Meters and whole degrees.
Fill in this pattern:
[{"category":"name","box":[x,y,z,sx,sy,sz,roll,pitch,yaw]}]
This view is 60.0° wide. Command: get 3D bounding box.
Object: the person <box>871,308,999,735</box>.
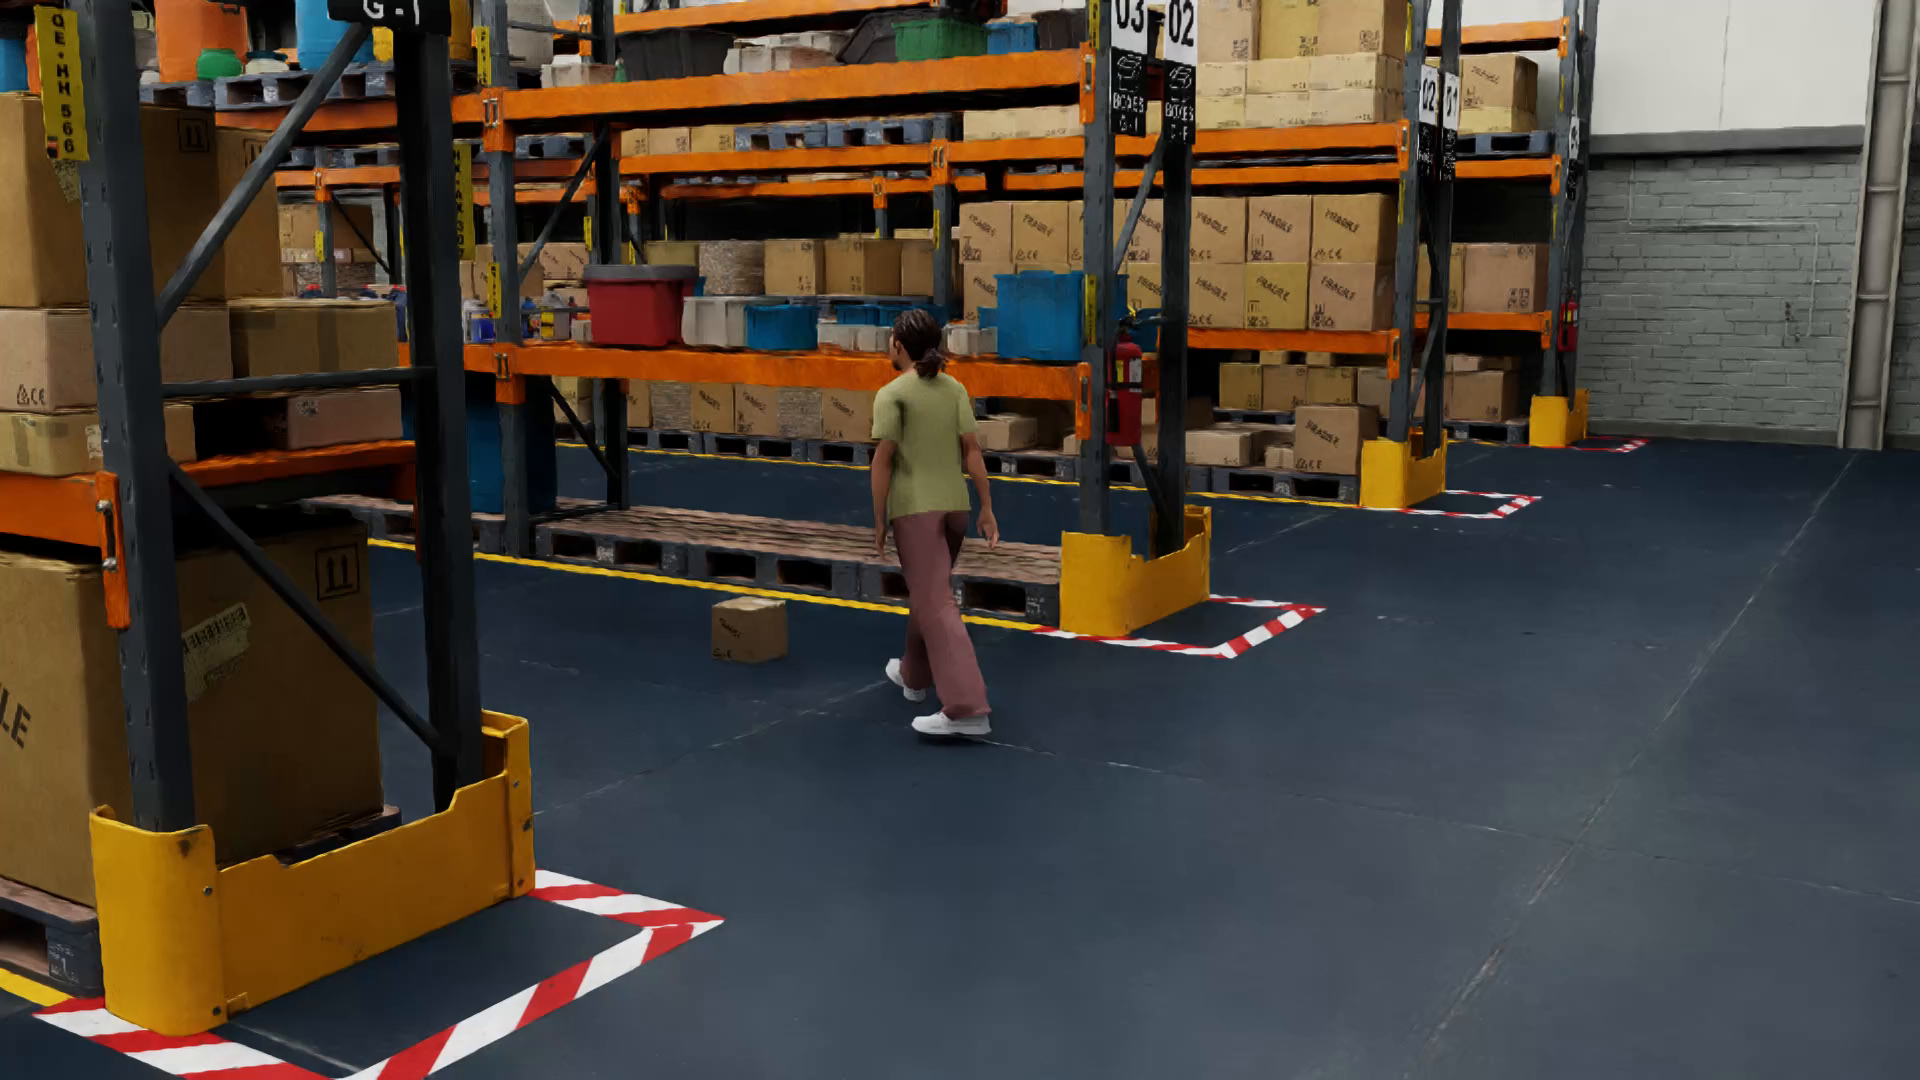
[{"category":"person","box":[-0.152,-0.092,6.545,0.487,1.623,0.947,-7,12,-38]}]
